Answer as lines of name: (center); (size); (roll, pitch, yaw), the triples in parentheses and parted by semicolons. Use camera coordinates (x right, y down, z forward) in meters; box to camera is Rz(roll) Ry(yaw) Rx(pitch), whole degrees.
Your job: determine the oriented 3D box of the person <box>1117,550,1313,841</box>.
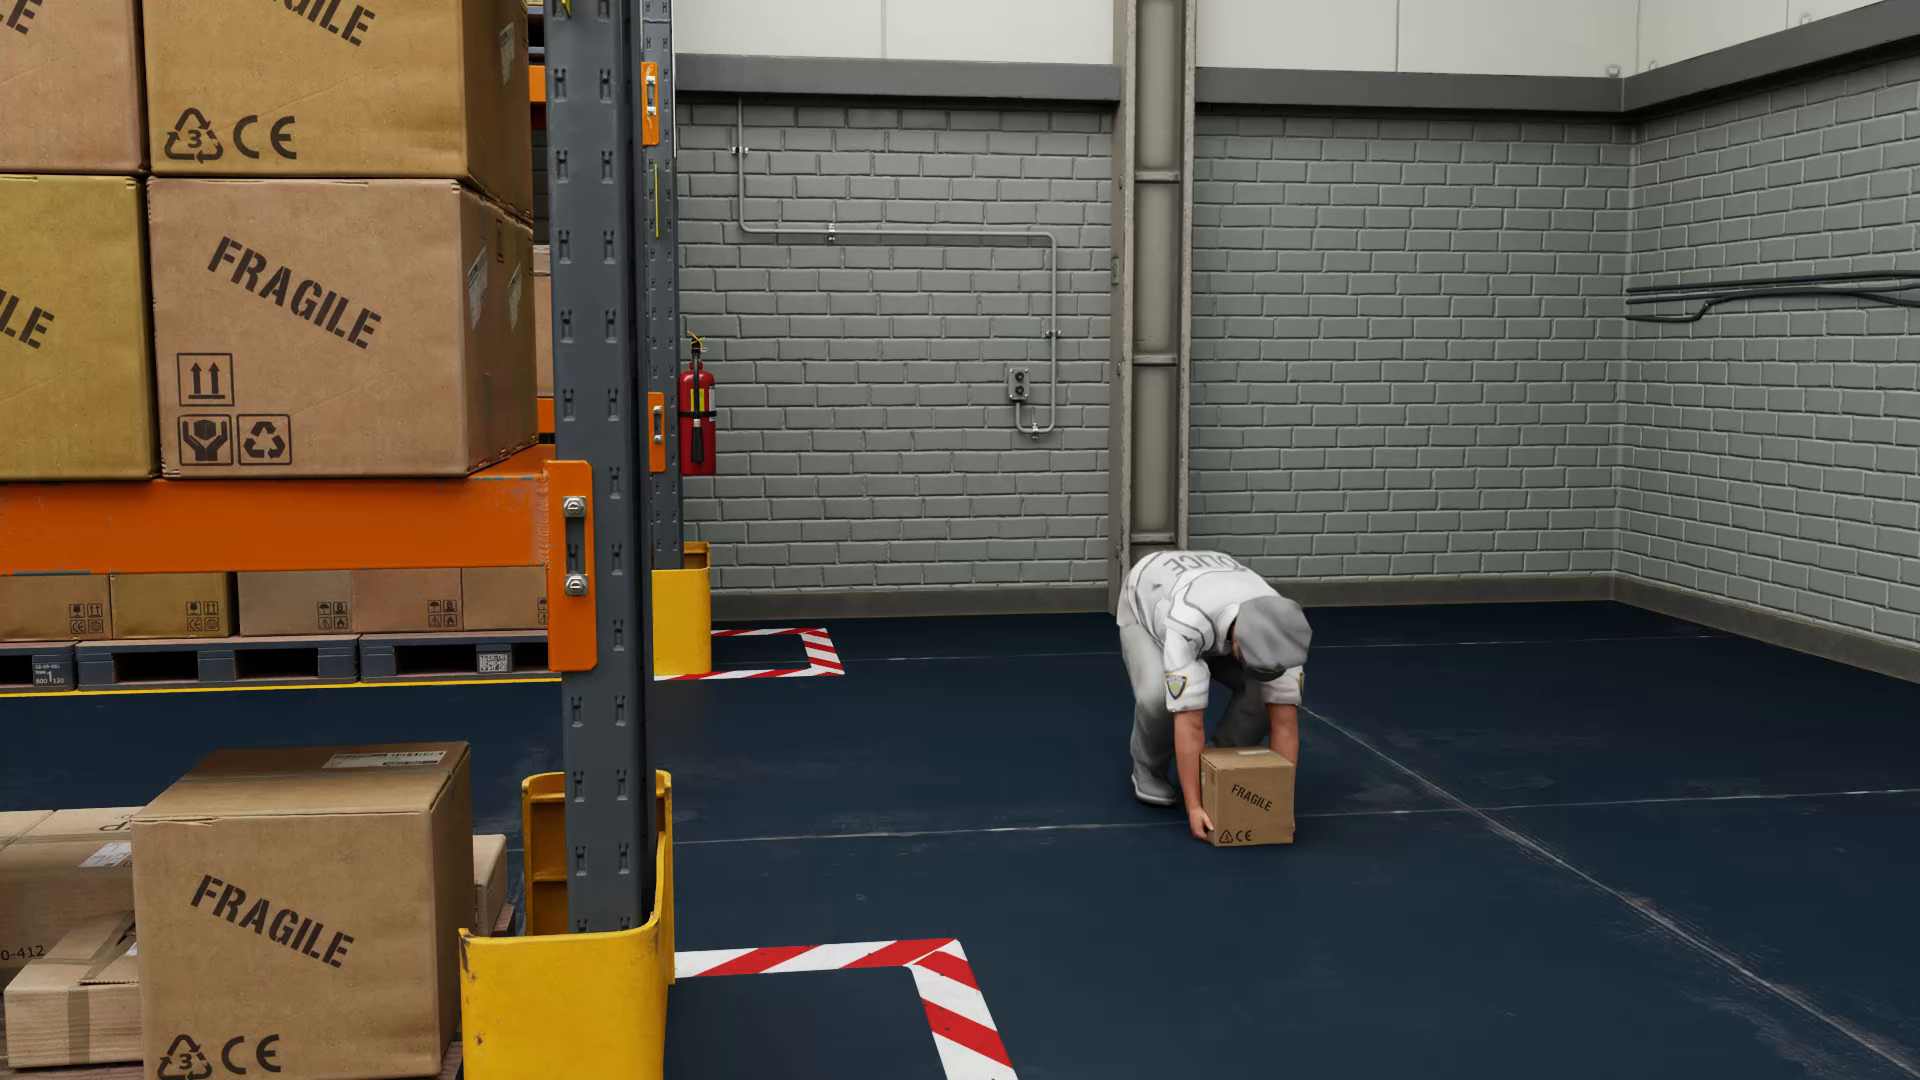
person: (0.835, 0.487, 5.500); (0.524, 0.865, 1.031); (-1, 7, -11)
